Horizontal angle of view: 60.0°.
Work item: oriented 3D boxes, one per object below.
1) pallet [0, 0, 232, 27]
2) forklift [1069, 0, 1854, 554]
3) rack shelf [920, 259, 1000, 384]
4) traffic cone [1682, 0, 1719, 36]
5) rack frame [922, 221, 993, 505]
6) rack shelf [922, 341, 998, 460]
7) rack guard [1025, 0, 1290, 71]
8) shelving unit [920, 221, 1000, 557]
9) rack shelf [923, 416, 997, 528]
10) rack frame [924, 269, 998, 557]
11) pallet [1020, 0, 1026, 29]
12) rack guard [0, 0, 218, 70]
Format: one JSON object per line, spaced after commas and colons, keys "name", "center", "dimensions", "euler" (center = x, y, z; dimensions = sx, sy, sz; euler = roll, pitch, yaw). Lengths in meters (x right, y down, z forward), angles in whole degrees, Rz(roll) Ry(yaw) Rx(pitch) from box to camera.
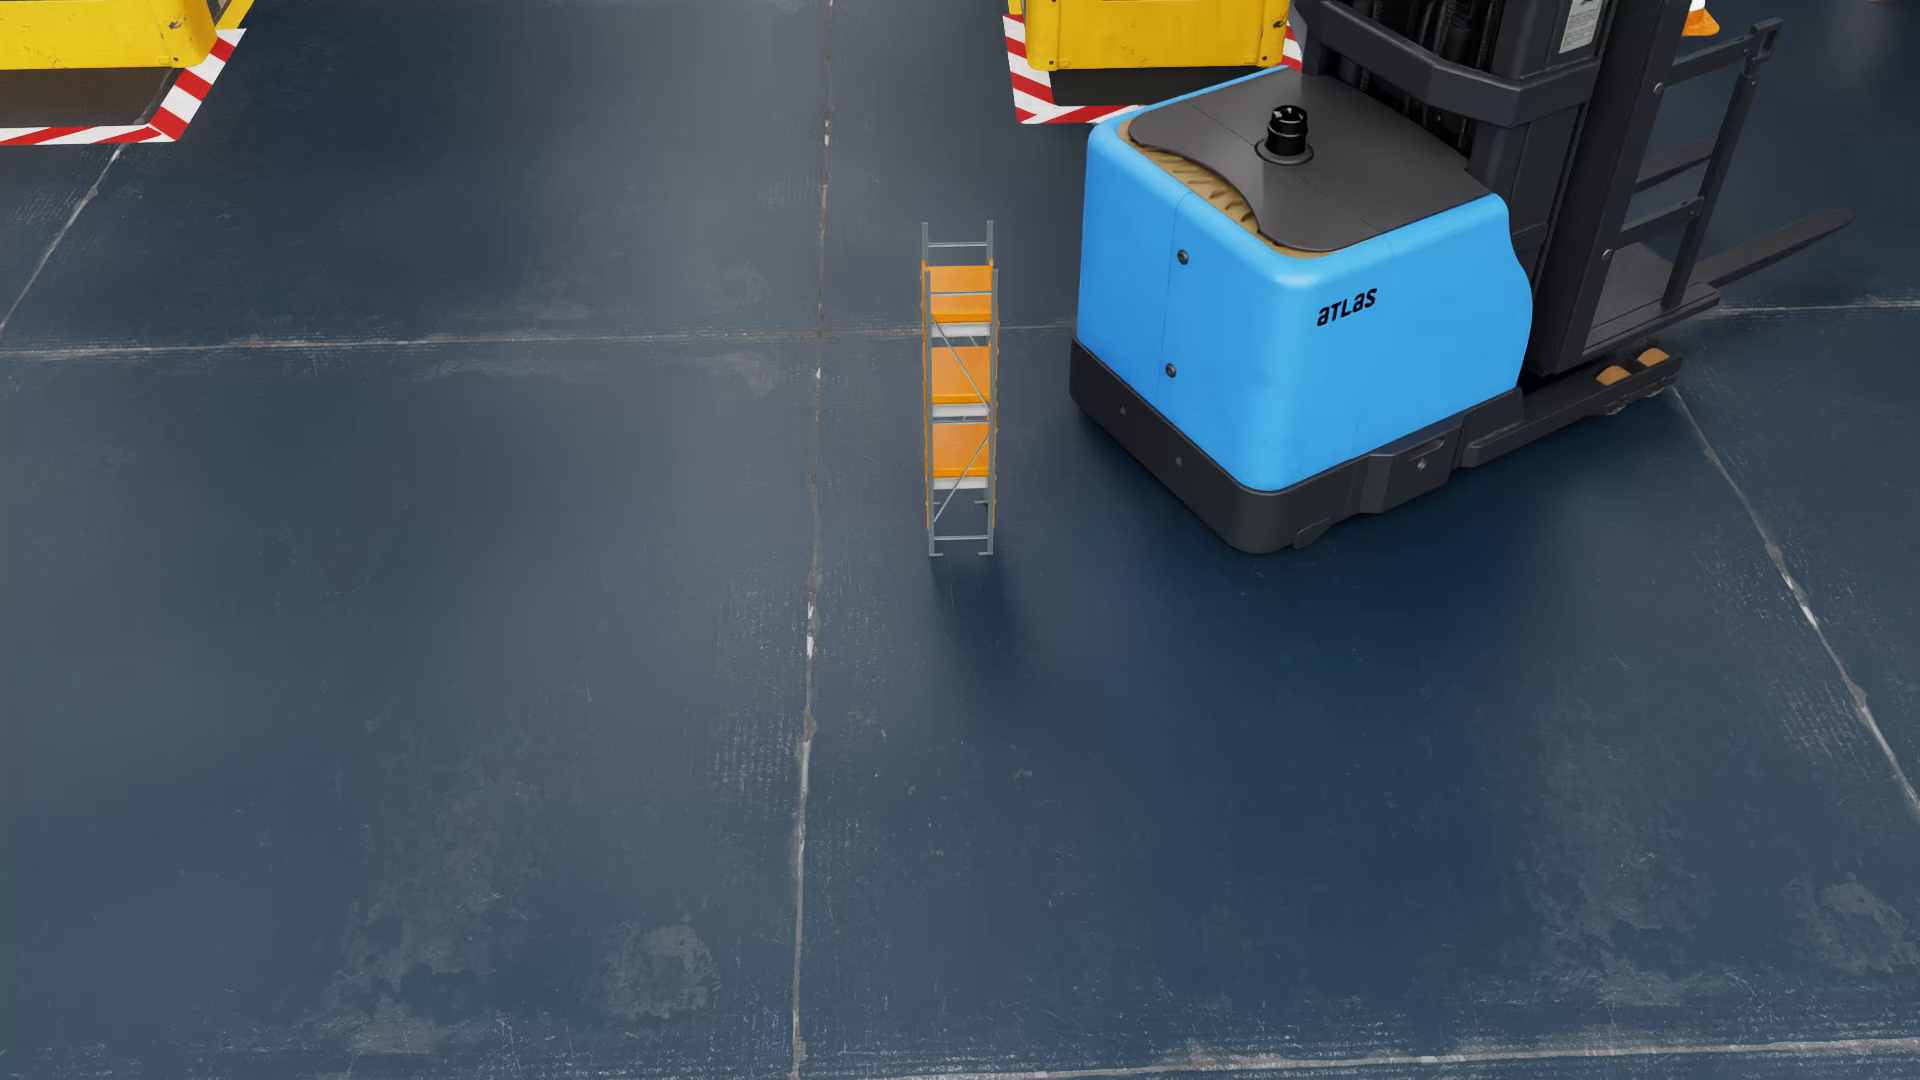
{"name": "pallet", "center": [-4.069, -2.891, 8.248], "dimensions": [1.003, 0.211, 1.213], "euler": [-2, 43, -2]}
{"name": "forklift", "center": [1.899, -1.794, 5.038], "dimensions": [3.031, 2.935, 1.130], "euler": [-22, 47, -23]}
{"name": "rack shelf", "center": [-0.002, -0.625, 4.750], "dimensions": [0.215, 0.259, 0.240], "euler": [-2, 43, -2]}
{"name": "traffic cone", "center": [3.432, -2.660, 7.809], "dimensions": [0.336, 0.463, 0.334], "euler": [-2, 43, -2]}
{"name": "rack frame", "center": [-0.007, -0.506, 5.025], "dimensions": [0.200, 1.050, 0.008], "euler": [-2, 43, -2]}
{"name": "rack shelf", "center": [-0.002, -0.415, 4.942], "dimensions": [0.215, 0.259, 0.240], "euler": [-2, 43, -2]}
{"name": "rack guard", "center": [0.894, -2.455, 7.558], "dimensions": [1.175, 0.500, 0.348], "euler": [-2, 43, -2]}
{"name": "shelving unit", "center": [-0.002, -0.423, 4.935], "dimensions": [0.215, 1.050, 0.252], "euler": [-2, 43, -2]}
{"name": "rack shelf", "center": [-0.002, -0.210, 5.130], "dimensions": [0.215, 0.259, 0.240], "euler": [-2, 43, -2]}
{"name": "rack frame", "center": [0.003, -0.341, 4.845], "dimensions": [0.200, 1.050, 0.008], "euler": [-2, 43, -2]}
{"name": "pallet", "center": [0.781, -2.902, 8.260], "dimensions": [1.003, 0.211, 1.213], "euler": [-2, 43, -2]}
{"name": "rack guard", "center": [-4.070, -2.448, 7.551], "dimensions": [1.175, 0.500, 0.348], "euler": [-2, 43, -2]}
